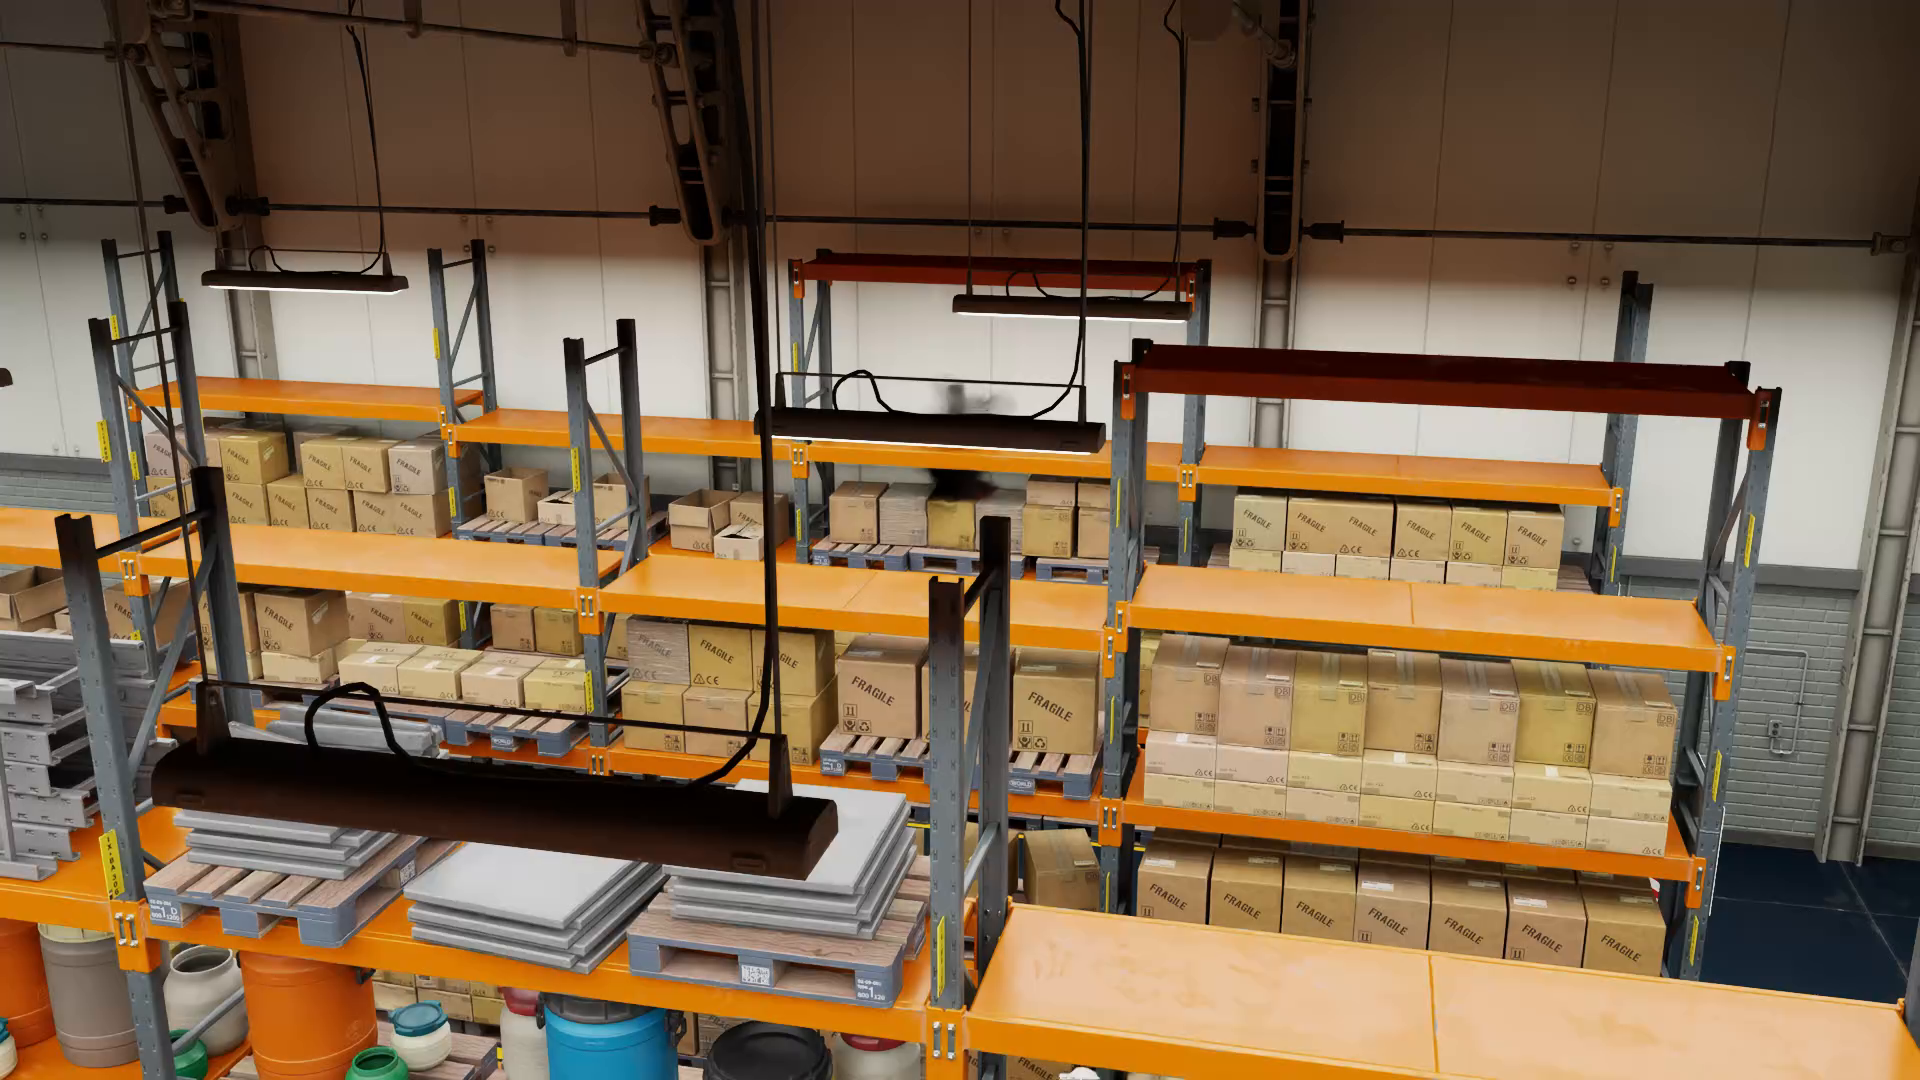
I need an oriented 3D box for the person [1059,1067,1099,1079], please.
[{"bbox_3d":[0.761,4.215,10.883,0.599,1.733,0.687,0,16,-2],"label":"person"}]
